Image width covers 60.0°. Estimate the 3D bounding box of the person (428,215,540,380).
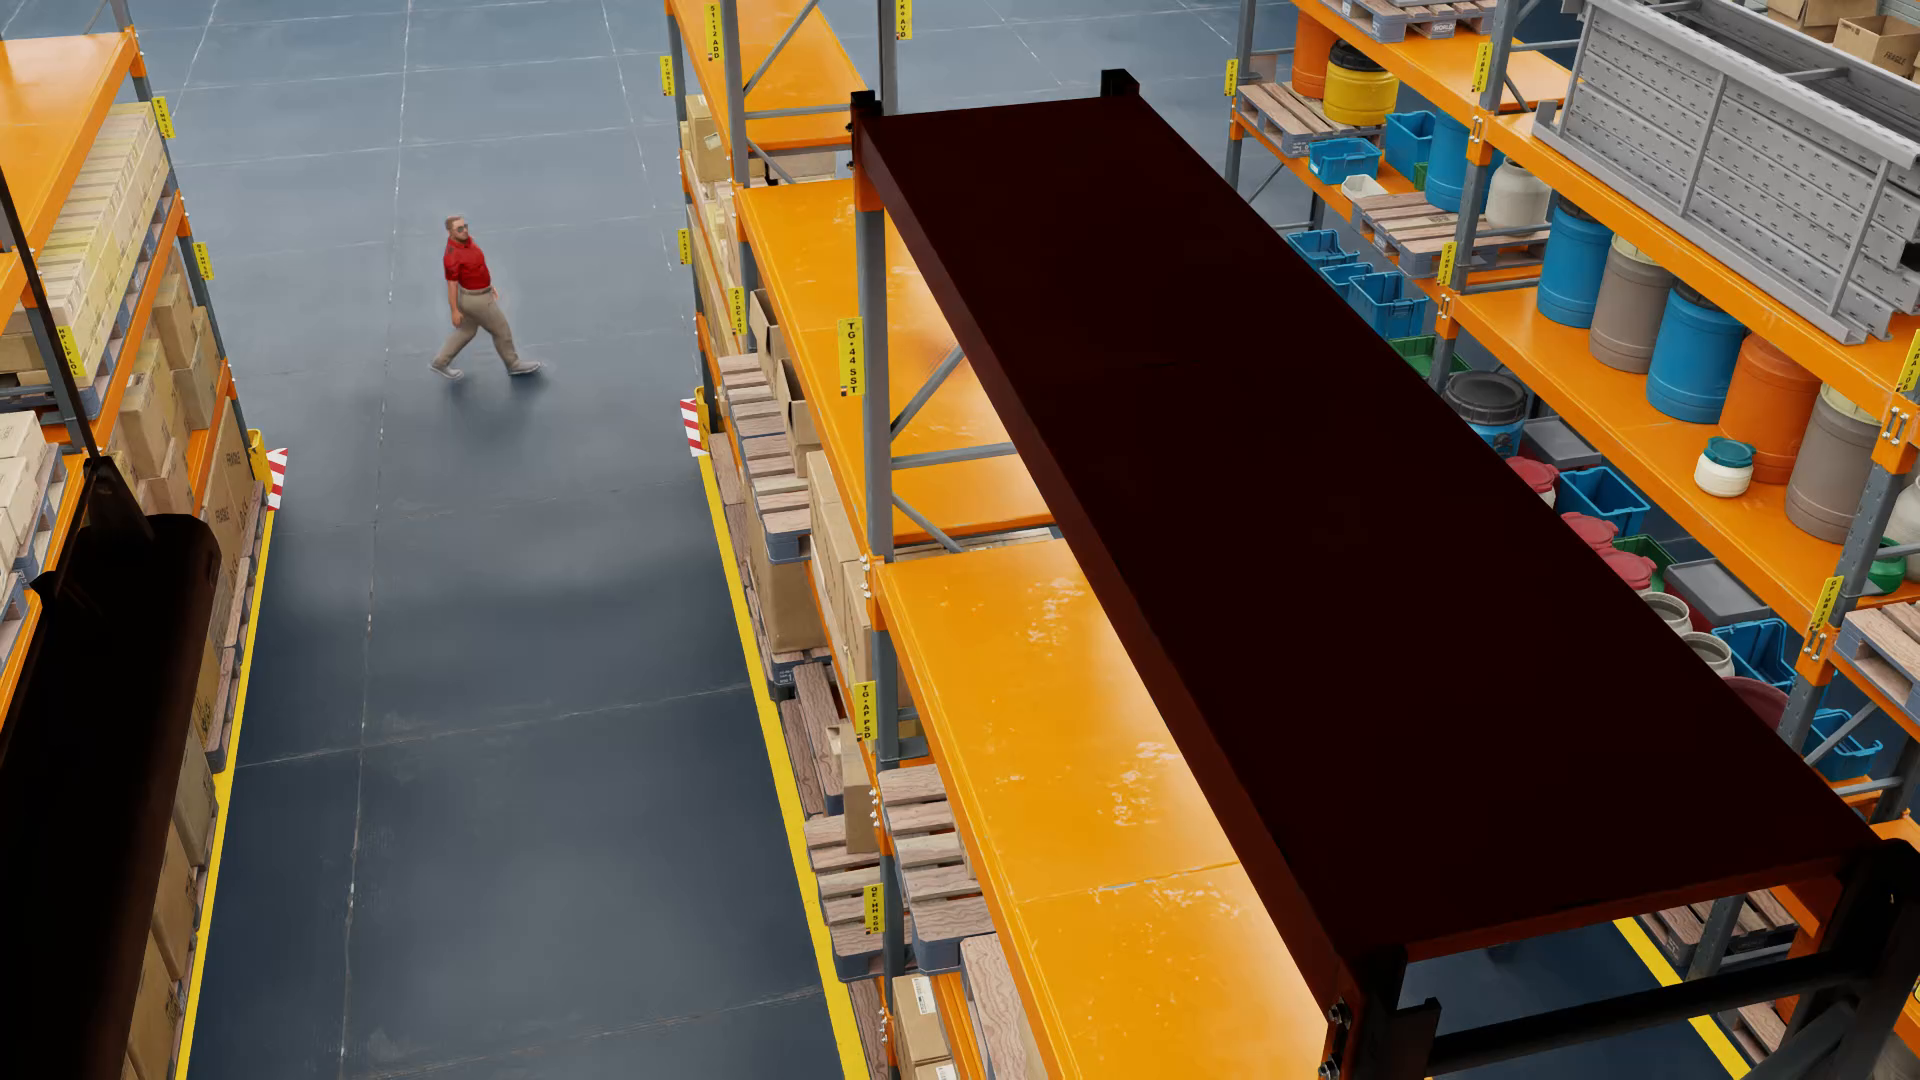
[{"bbox_3d":[-4.705,-2.326,15.993,0.999,1.688,0.505,-23,41,-30],"label":"person"}]
